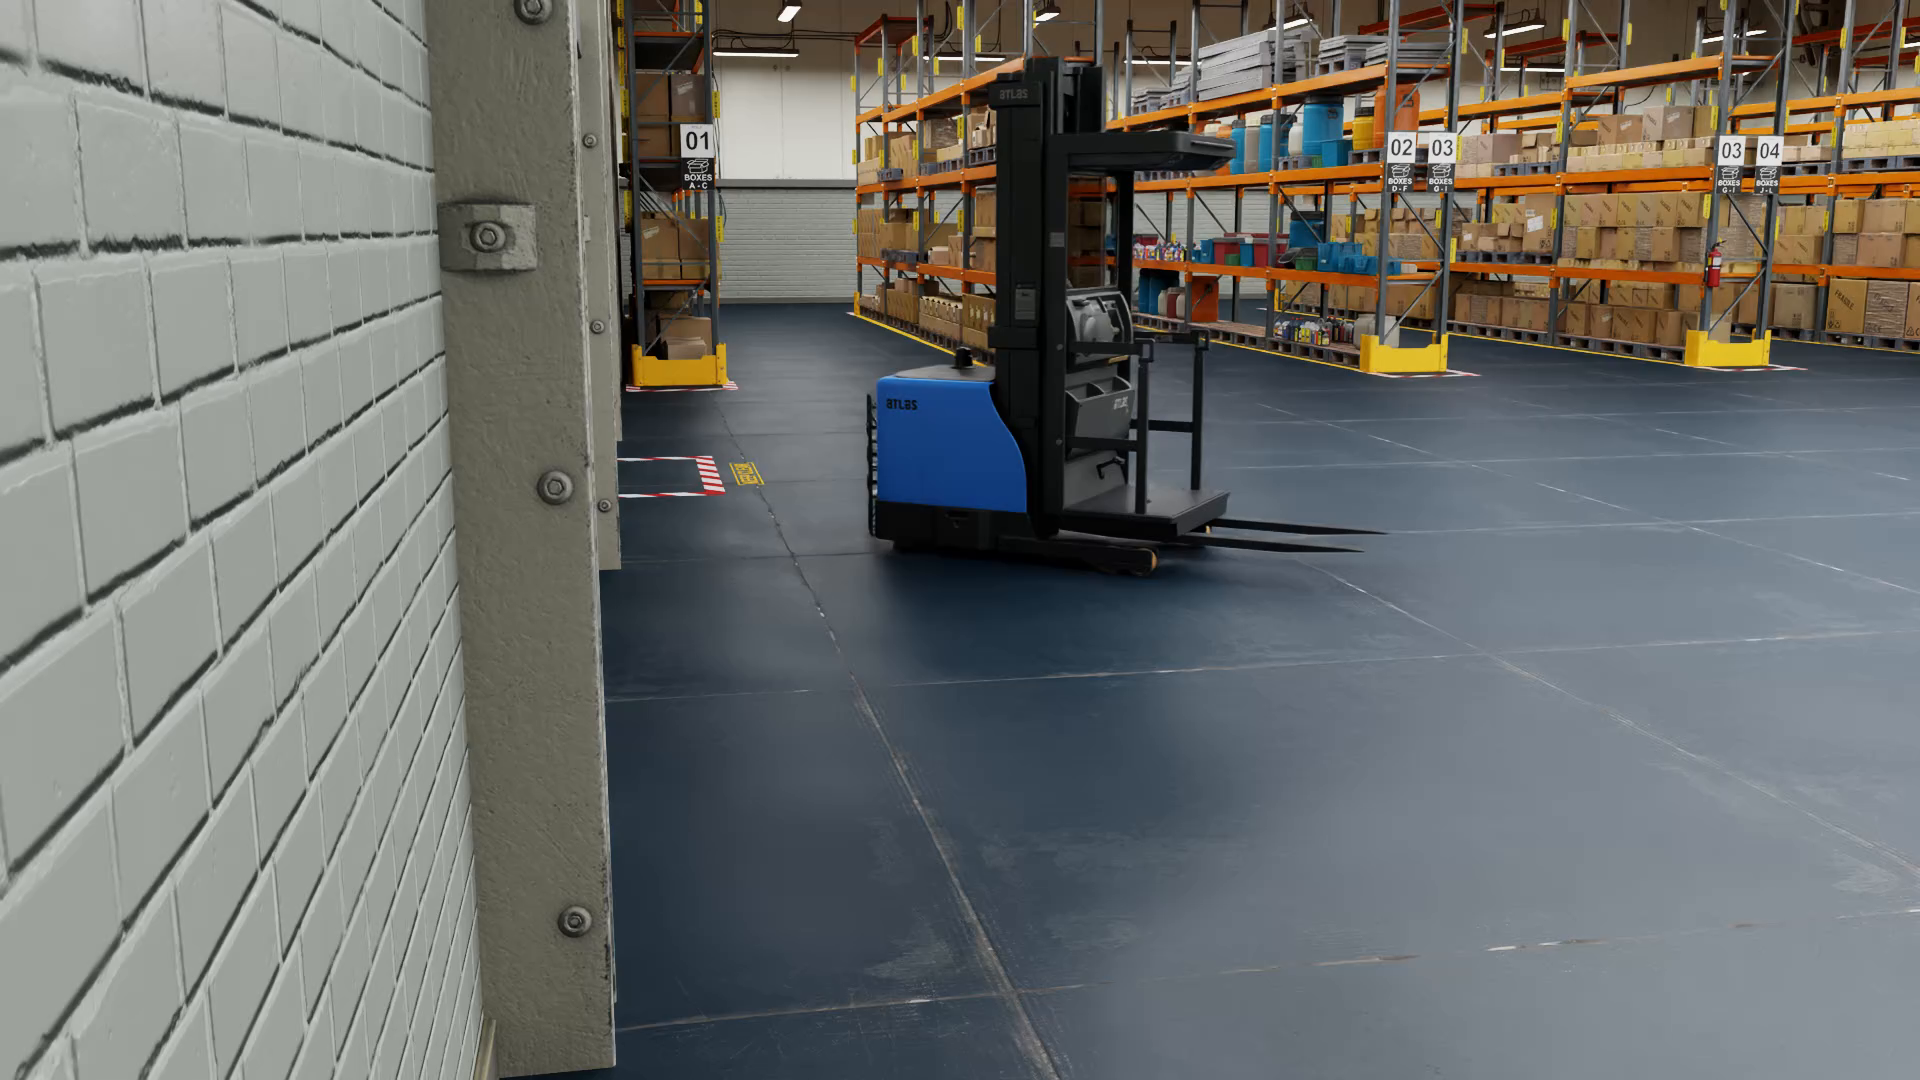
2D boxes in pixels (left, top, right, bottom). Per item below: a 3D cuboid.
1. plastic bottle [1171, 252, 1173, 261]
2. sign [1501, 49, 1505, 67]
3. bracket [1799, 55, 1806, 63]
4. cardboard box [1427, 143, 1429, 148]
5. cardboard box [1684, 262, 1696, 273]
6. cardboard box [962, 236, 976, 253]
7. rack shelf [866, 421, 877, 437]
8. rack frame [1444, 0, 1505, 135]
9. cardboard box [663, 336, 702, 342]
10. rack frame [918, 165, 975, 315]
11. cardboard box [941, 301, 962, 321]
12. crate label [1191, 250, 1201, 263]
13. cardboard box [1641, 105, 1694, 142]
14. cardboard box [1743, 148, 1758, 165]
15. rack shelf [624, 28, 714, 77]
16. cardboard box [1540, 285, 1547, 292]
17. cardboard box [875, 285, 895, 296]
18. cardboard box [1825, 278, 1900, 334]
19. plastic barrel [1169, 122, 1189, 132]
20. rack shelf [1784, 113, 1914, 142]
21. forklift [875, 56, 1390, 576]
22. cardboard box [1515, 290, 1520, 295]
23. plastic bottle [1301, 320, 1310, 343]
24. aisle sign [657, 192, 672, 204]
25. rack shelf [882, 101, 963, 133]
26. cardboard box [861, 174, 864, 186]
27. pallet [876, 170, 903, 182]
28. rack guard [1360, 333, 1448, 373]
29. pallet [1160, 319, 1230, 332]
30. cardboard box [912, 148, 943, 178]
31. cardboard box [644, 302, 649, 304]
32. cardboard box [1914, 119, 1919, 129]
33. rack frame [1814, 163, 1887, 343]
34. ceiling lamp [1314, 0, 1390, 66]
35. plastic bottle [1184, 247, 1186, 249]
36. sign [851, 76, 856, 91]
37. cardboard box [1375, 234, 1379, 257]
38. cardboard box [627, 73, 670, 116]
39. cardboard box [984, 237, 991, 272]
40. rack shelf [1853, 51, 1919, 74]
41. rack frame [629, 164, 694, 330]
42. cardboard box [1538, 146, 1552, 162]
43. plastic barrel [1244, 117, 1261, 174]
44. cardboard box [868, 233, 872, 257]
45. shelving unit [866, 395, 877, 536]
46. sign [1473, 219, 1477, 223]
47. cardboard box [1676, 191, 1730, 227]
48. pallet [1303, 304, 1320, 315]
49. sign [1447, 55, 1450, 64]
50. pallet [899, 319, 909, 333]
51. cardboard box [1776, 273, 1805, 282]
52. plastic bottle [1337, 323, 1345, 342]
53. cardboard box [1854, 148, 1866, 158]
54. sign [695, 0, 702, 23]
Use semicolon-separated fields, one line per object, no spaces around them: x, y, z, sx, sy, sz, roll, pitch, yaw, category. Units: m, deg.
4.020;-5.343;31.279;0.097;0.201;0.097;0;11;0;plastic bottle
10.012;-8.911;30.737;0.100;0.325;0.005;-2;11;-11;sign
22.445;-12.759;44.039;0.235;0.232;0.430;-2;11;-11;bracket
9.292;-7.284;31.524;0.797;0.503;0.637;-1;11;-8;cardboard box
10.732;-3.945;24.071;0.380;0.149;0.250;-2;11;-11;cardboard box
0.306;-4.639;26.778;0.500;0.500;0.500;-1;11;-7;cardboard box
-0.479;-0.724;10.830;0.258;0.077;0.200;-1;11;-5;rack shelf
9.482;-8.392;30.719;1.000;3.000;0.127;-2;11;-11;rack frame
-3.696;-2.567;22.175;0.500;0.311;0.500;-1;11;-6;cardboard box
-0.236;-5.085;29.391;1.000;3.000;0.127;-2;11;-11;rack frame
-0.020;-3.733;27.019;0.500;0.311;0.500;-2;11;-11;cardboard box
4.338;-5.091;29.872;0.303;0.233;0.416;-2;11;-11;crate label
10.488;-6.167;24.652;0.500;0.500;0.500;-2;11;-11;cardboard box
11.198;-5.475;23.818;0.500;0.250;0.500;-2;11;-9;cardboard box
-3.928;-6.396;22.166;1.077;0.370;4.000;-2;11;-11;rack shelf
13.120;-5.585;36.926;0.380;0.149;0.250;-2;11;-12;cardboard box
-1.385;-5.153;35.247;0.797;0.503;0.637;-2;11;-11;cardboard box
15.198;-3.917;27.816;0.875;0.875;0.875;-2;11;-10;cardboard box
4.327;-7.617;32.206;0.600;0.901;0.708;-2;11;-11;plastic barrel
18.814;-8.569;34.644;1.077;0.370;4.000;-2;11;-11;rack shelf
1.023;-1.343;9.912;3.031;2.935;1.130;5;12;26;forklift
12.975;-5.682;38.232;0.380;0.149;0.250;-2;11;-8;cardboard box
5.271;-3.170;25.237;0.144;0.351;0.185;-2;11;-11;plastic bottle
-6.370;-7.673;36.033;0.394;0.787;0.004;-2;11;-11;aisle sign
-0.625;-7.849;30.862;1.077;0.370;4.000;-2;11;-11;rack shelf
-1.857;-7.757;35.805;0.500;0.250;0.500;-2;11;-11;cardboard box
-0.956;-7.078;32.340;1.213;0.211;1.003;-2;11;-11;pallet
6.118;-2.582;22.923;1.175;0.500;0.348;-2;11;-11;rack guard
4.429;-4.038;31.346;1.003;0.211;1.213;-2;11;-11;pallet
-0.354;-6.687;29.515;0.910;0.500;0.500;-2;11;-11;cardboard box
-4.917;-3.664;27.431;0.700;0.500;0.500;-2;11;-11;cardboard box
15.178;-6.512;26.014;0.380;0.149;0.250;-2;11;-11;cardboard box
15.145;-4.873;28.276;1.000;3.000;0.127;-2;11;-11;rack frame
9.891;-13.311;40.953;2.000;3.185;0.800;-2;11;-11;ceiling lamp
4.480;-5.650;32.690;0.152;0.276;0.135;-2;11;-11;plastic bottle
-2.324;-9.977;36.340;0.100;0.325;0.005;-2;11;-11;sign
8.744;-5.950;33.667;0.500;0.500;0.500;-2;11;-12;cardboard box
-3.879;-5.530;20.712;0.500;0.500;0.500;-2;11;-8;cardboard box
0.743;-4.223;24.594;0.700;0.500;0.500;-2;11;-12;cardboard box
22.904;-11.313;39.102;1.077;0.370;4.000;-2;11;-11;rack shelf
-5.094;-4.904;28.441;1.000;3.000;0.127;-2;11;-11;rack frame
9.979;-6.494;28.005;0.396;0.266;0.258;-2;11;-9;cardboard box
4.962;-6.456;27.231;0.600;0.901;0.600;0;11;0;plastic barrel
-1.669;-6.232;35.150;0.500;0.500;0.500;-2;11;-10;cardboard box
-0.479;-0.492;10.874;0.258;0.900;0.210;-1;11;-5;shelving unit
12.278;-7.479;39.654;0.100;0.325;0.005;-2;11;-11;sign
10.688;-4.756;23.923;0.500;0.500;0.500;-2;11;-11;cardboard box
8.392;-5.175;37.321;1.003;0.211;1.213;-2;11;-11;pallet
8.938;-8.908;30.507;0.100;0.325;0.005;-2;11;-11;sign
-0.578;-4.077;31.551;1.003;0.211;1.213;-2;11;-11;pallet
18.624;-5.590;36.605;0.875;0.875;0.875;-2;11;-9;cardboard box
5.833;-3.177;25.452;0.061;0.283;0.133;-2;11;-11;plastic bottle
14.934;-6.352;27.305;0.380;0.149;0.250;-2;11;-11;cardboard box
-3.781;-7.632;24.016;0.100;0.325;0.005;-2;11;-11;sign
